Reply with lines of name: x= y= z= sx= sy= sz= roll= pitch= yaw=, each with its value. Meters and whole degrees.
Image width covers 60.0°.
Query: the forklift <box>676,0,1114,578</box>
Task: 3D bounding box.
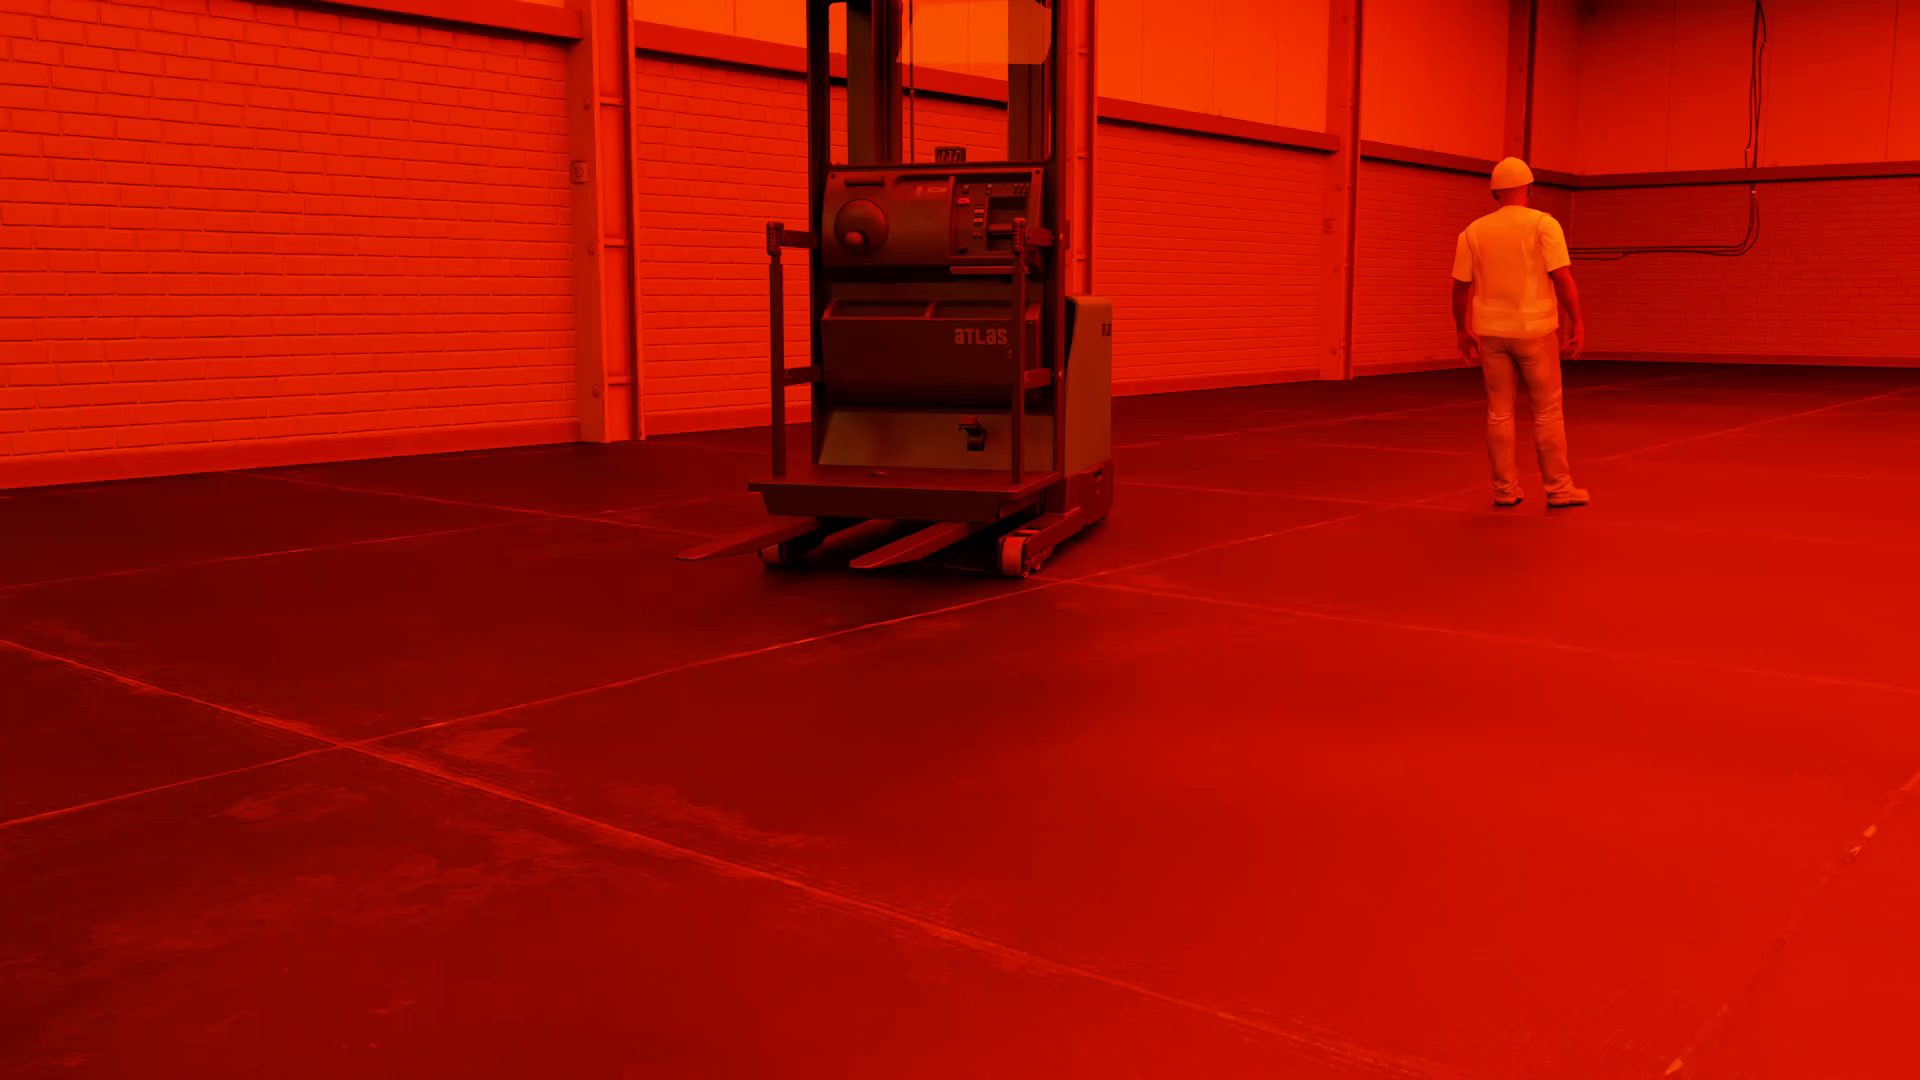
forklift: x=-0.176 y=-1.366 z=6.616 sx=1.130 sy=2.935 sz=3.031 roll=3 pitch=9 yaw=17

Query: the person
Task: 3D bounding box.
person: x=2.903 y=-1.073 z=8.589 sx=0.666 sy=1.765 sz=0.577 roll=7 pitch=11 yaw=40
